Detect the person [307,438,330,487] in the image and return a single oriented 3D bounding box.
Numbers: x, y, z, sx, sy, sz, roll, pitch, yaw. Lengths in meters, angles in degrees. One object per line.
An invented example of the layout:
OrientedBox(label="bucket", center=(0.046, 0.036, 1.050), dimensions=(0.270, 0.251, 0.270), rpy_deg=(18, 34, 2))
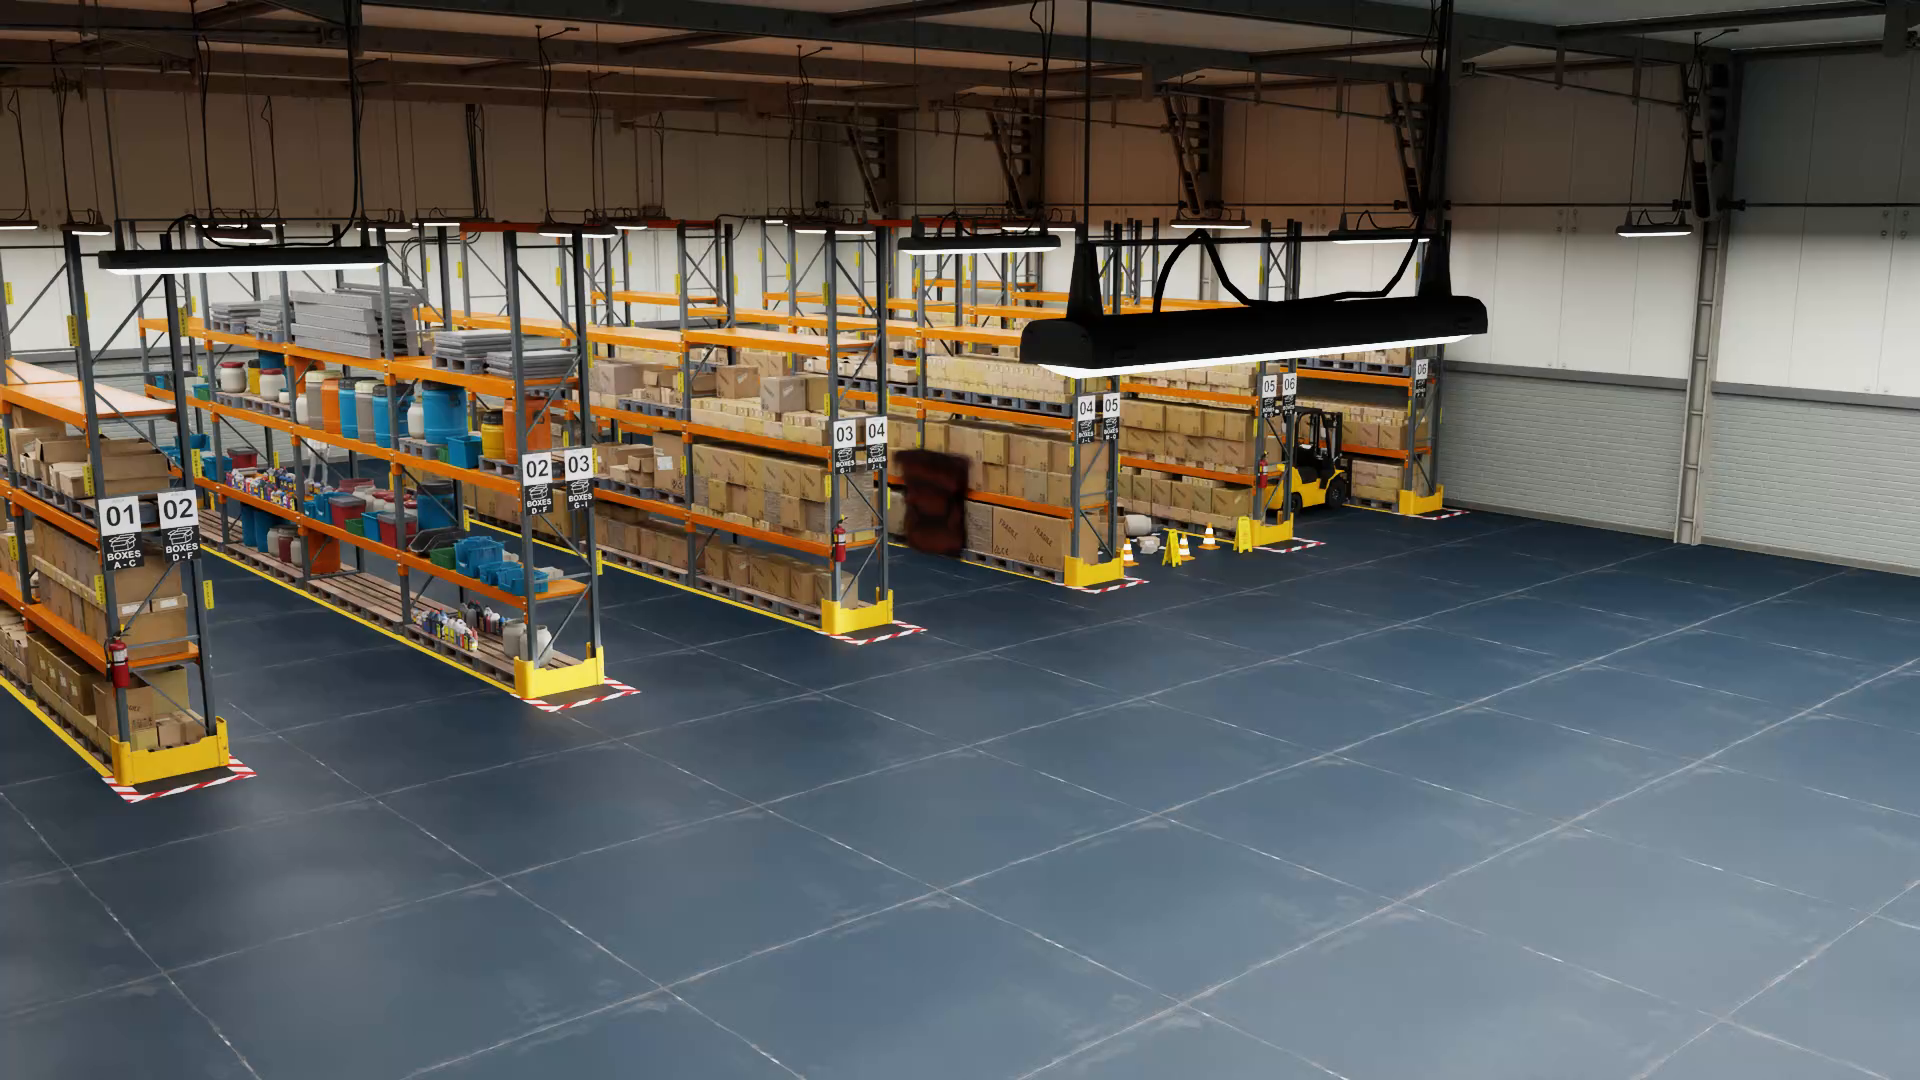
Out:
OrientedBox(label="person", center=(-14.539, -2.020, 37.644), dimensions=(0.565, 1.688, 0.356), rpy_deg=(-7, 13, -32))
